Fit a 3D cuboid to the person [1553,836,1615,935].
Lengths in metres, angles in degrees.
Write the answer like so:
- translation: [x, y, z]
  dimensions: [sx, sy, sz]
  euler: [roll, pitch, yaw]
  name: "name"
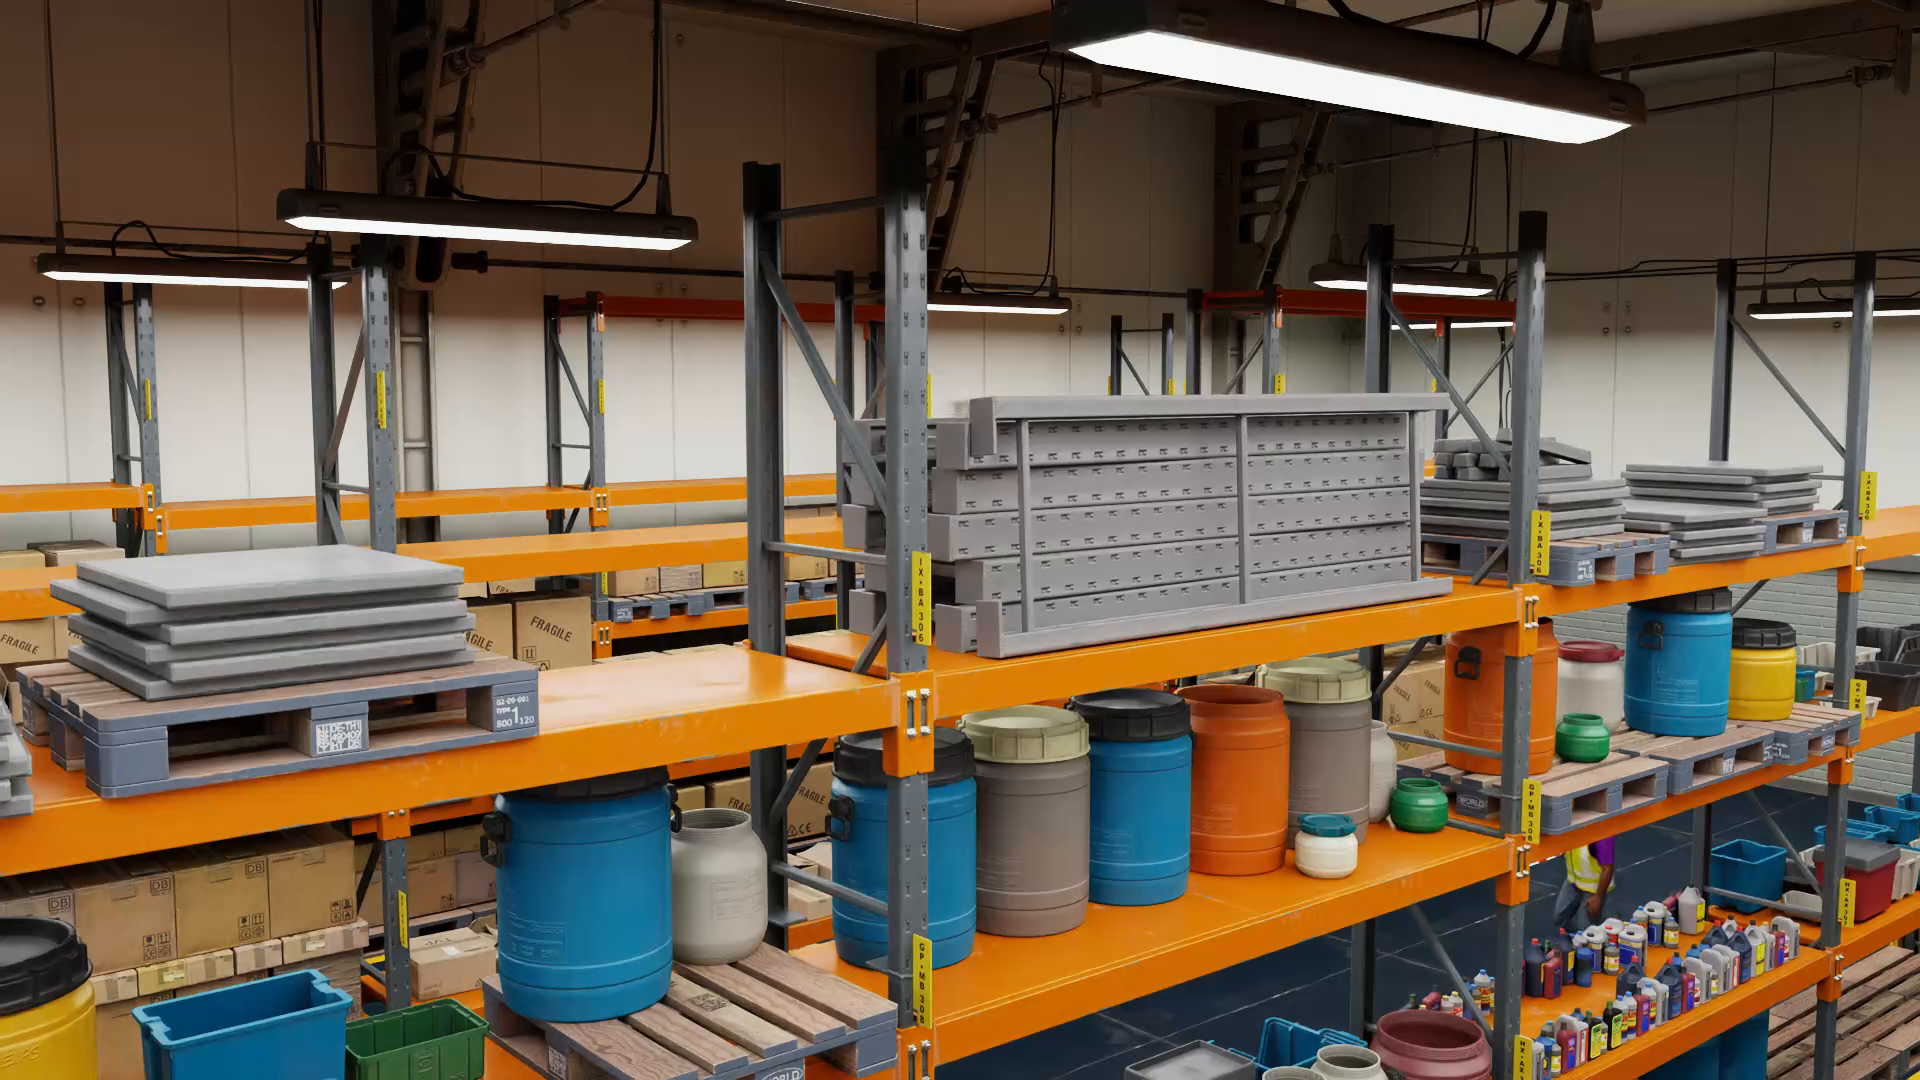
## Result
- translation: [5.384, 2.944, 14.245]
  dimensions: [0.609, 1.718, 0.715]
  euler: [-2, 6, -15]
  name: "person"
